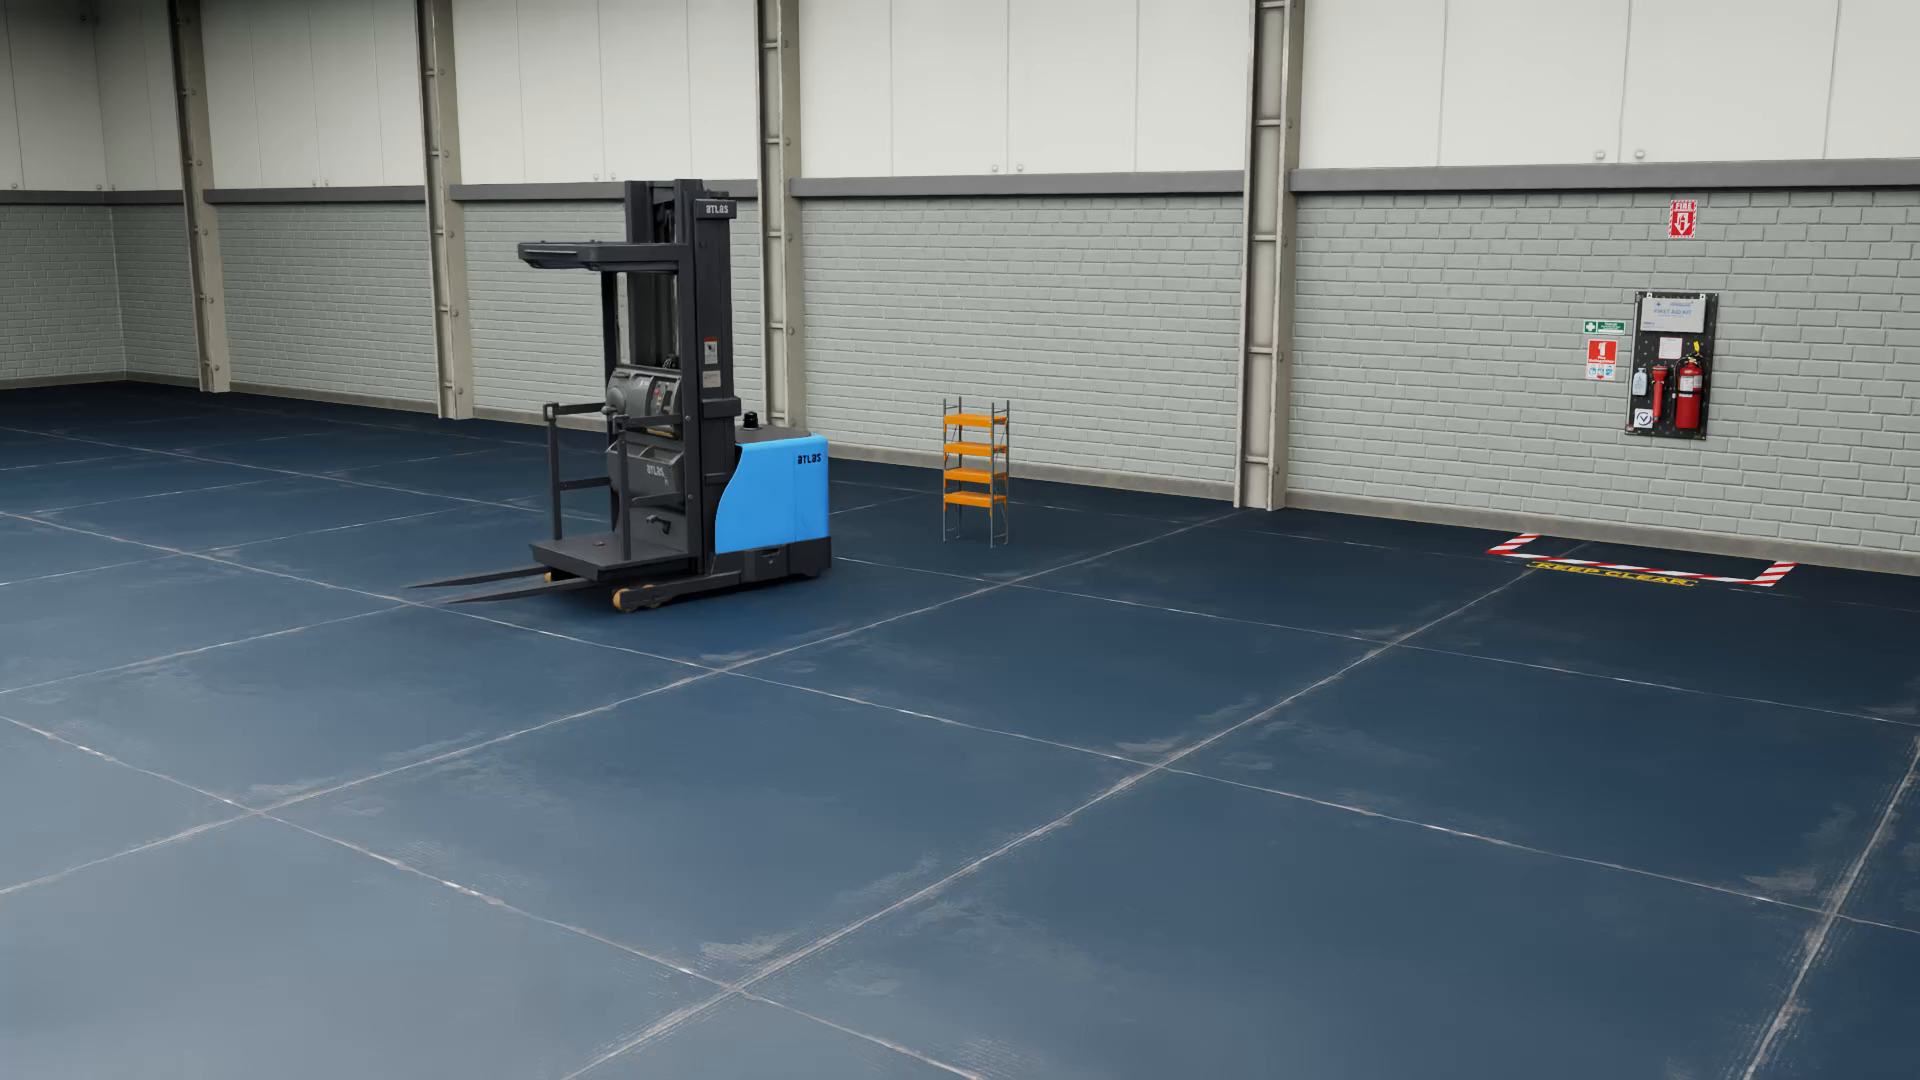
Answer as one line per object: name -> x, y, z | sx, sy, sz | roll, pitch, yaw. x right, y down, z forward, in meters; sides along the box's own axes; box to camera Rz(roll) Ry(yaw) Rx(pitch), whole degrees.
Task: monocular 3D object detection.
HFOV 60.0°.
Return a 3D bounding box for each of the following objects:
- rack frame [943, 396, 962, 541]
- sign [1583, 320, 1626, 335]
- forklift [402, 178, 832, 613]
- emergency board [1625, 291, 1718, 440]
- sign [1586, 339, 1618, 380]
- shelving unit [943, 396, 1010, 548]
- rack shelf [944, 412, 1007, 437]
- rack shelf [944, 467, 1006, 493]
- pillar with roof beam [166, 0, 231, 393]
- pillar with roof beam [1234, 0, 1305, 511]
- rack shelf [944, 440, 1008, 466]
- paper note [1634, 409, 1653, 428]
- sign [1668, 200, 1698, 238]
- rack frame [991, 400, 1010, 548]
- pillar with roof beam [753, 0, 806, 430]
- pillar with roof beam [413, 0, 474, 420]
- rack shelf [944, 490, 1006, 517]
rack frame -> -0.063, -0.598, 13.961 | 0.015, 1.200, 0.240 | 8, 13, 36
sign -> 5.304, -1.750, 13.689 | 0.331, 0.109, 0.001 | 8, 13, 36
forklift -> -2.416, -1.051, 11.746 | 3.031, 2.935, 1.130 | -9, 14, -40
emergency board -> 5.690, -1.396, 13.350 | 0.643, 1.169, 0.194 | 8, 13, 36
sign -> 5.305, -1.492, 13.749 | 0.234, 0.329, 0.001 | 8, 13, 36
shelving unit -> 0.133, -0.570, 13.820 | 0.503, 1.200, 0.258 | 8, 13, 36
rack shelf -> 0.133, -0.956, 13.745 | 0.480, 0.148, 0.258 | 8, 13, 36
rack shelf -> 0.133, -0.504, 13.832 | 0.480, 0.148, 0.258 | 8, 13, 36
pillar with roof beam -> -14.233, -6.097, 21.854 | 0.400, 9.000, 9.100 | 8, 13, 36
pillar with roof beam -> 0.275, -4.073, 11.394 | 0.400, 9.000, 9.100 | 8, 13, 36
rack shelf -> 0.133, -0.724, 13.790 | 0.480, 0.148, 0.258 | 8, 13, 36
paper note -> 5.588, -0.994, 13.591 | 0.142, 0.148, 0.016 | 8, 13, 36
sign -> 5.742, -2.551, 13.213 | 0.199, 0.298, 0.001 | 8, 13, 36
rack frame -> 0.330, -0.543, 13.678 | 0.015, 1.200, 0.240 | 8, 13, 36
pillar with roof beam -> -4.561, -4.748, 14.880 | 0.400, 9.000, 9.100 | 8, 13, 36
pillar with roof beam -> -9.397, -5.423, 18.367 | 0.400, 9.000, 9.100 | 8, 13, 36
rack shelf -> 0.133, -0.309, 13.870 | 0.480, 0.148, 0.258 | 8, 13, 36
